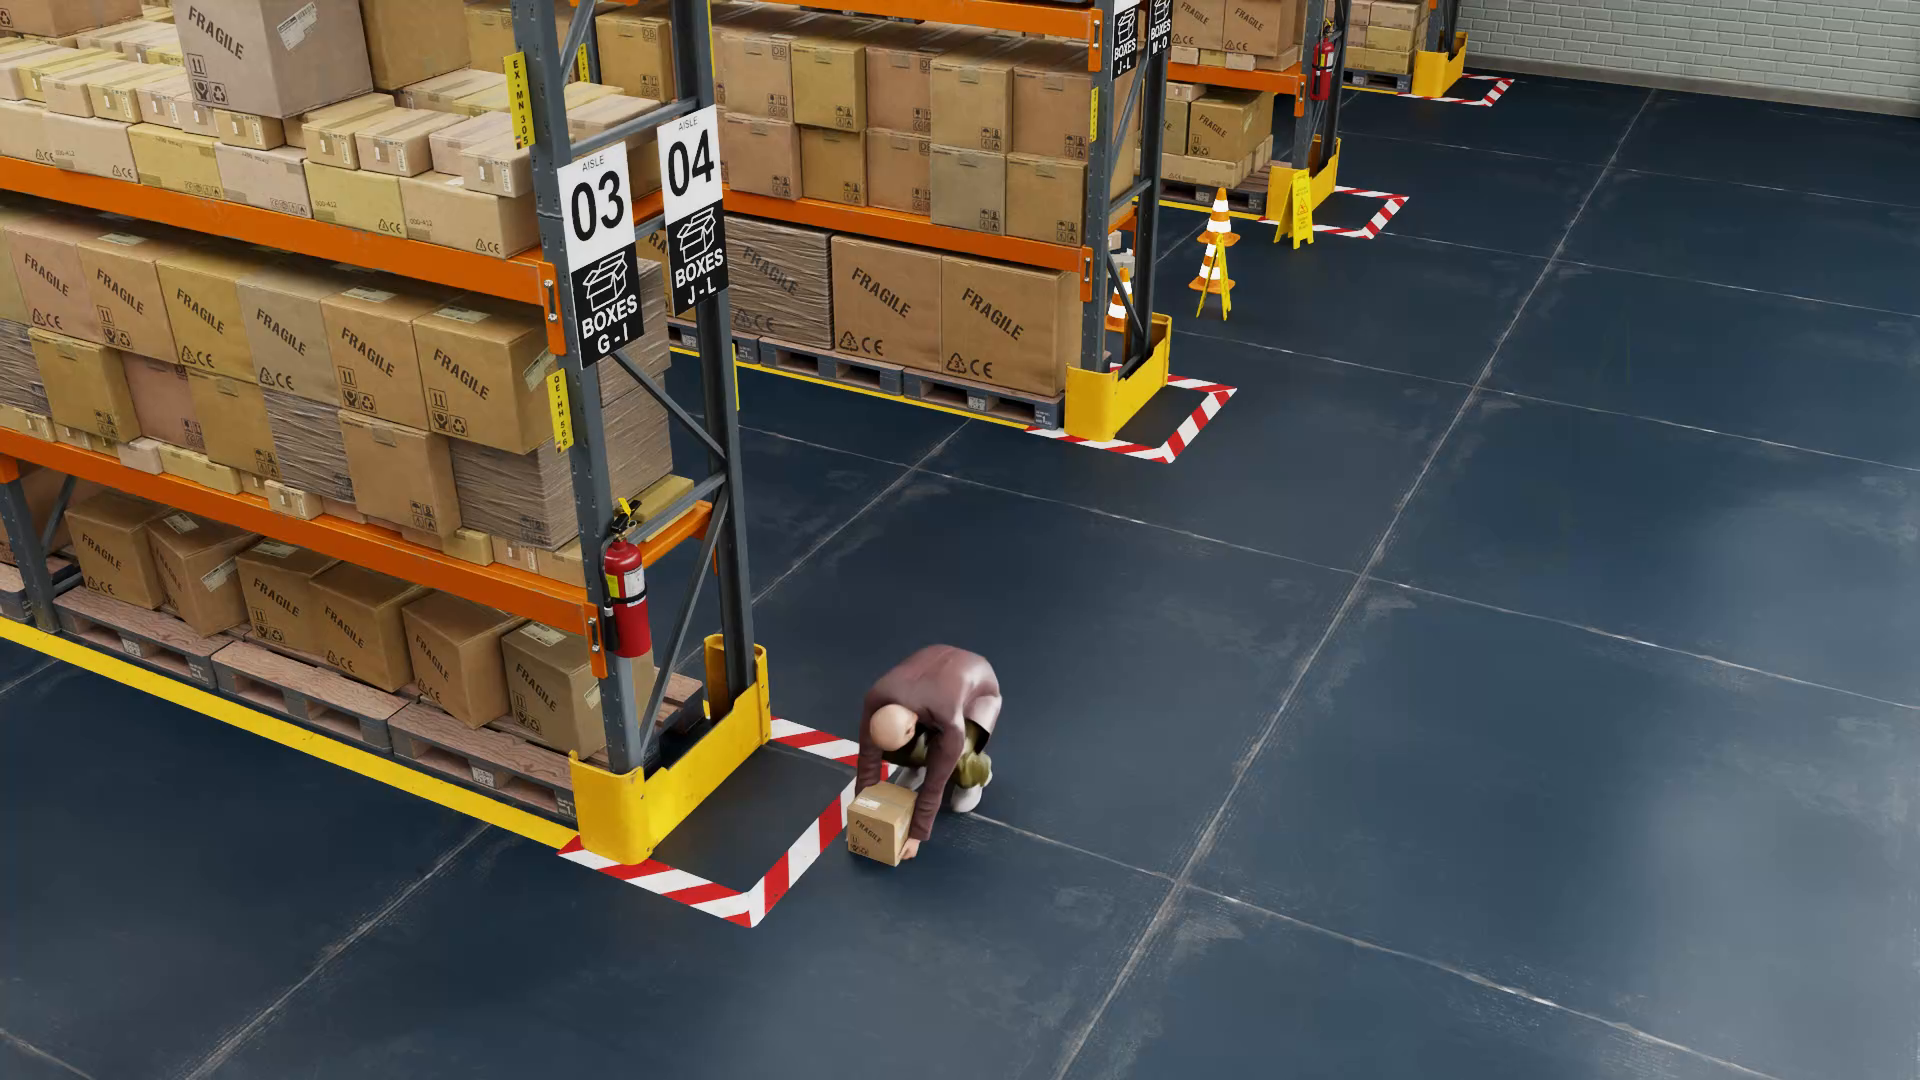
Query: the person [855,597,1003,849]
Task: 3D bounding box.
[{"bbox_3d":[-0.154,0.821,7.657,0.591,0.996,0.943,16,33,25],"label":"person"}]
